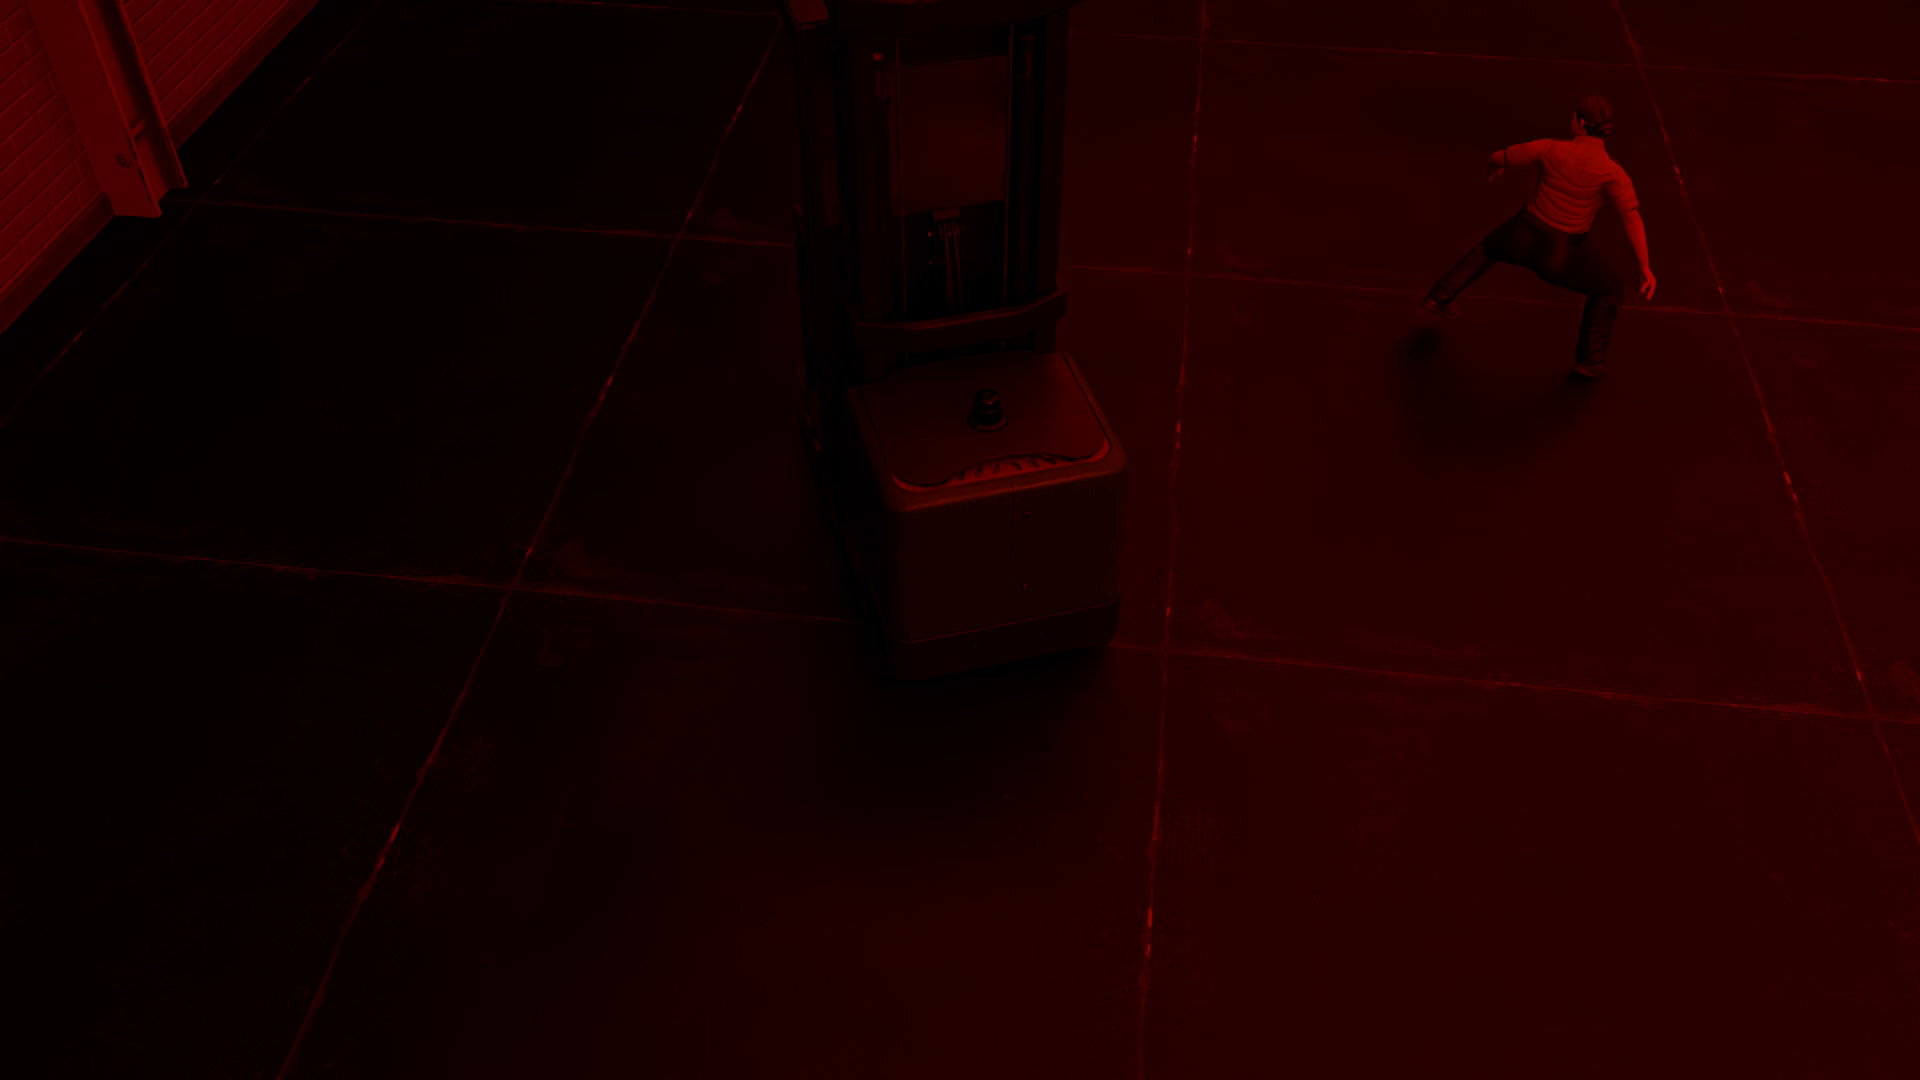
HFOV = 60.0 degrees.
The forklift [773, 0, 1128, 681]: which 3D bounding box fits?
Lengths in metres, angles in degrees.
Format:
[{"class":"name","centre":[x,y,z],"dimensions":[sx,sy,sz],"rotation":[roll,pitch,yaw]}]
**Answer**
[{"class":"forklift","centre":[-0.185,-1.486,7.342],"dimensions":[1.130,2.935,3.031],"rotation":[-11,44,-11]}]

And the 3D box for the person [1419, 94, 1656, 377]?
[{"class":"person","centre":[3.056,-1.520,8.498],"dimensions":[1.130,1.555,0.509],"rotation":[31,51,29]}]
